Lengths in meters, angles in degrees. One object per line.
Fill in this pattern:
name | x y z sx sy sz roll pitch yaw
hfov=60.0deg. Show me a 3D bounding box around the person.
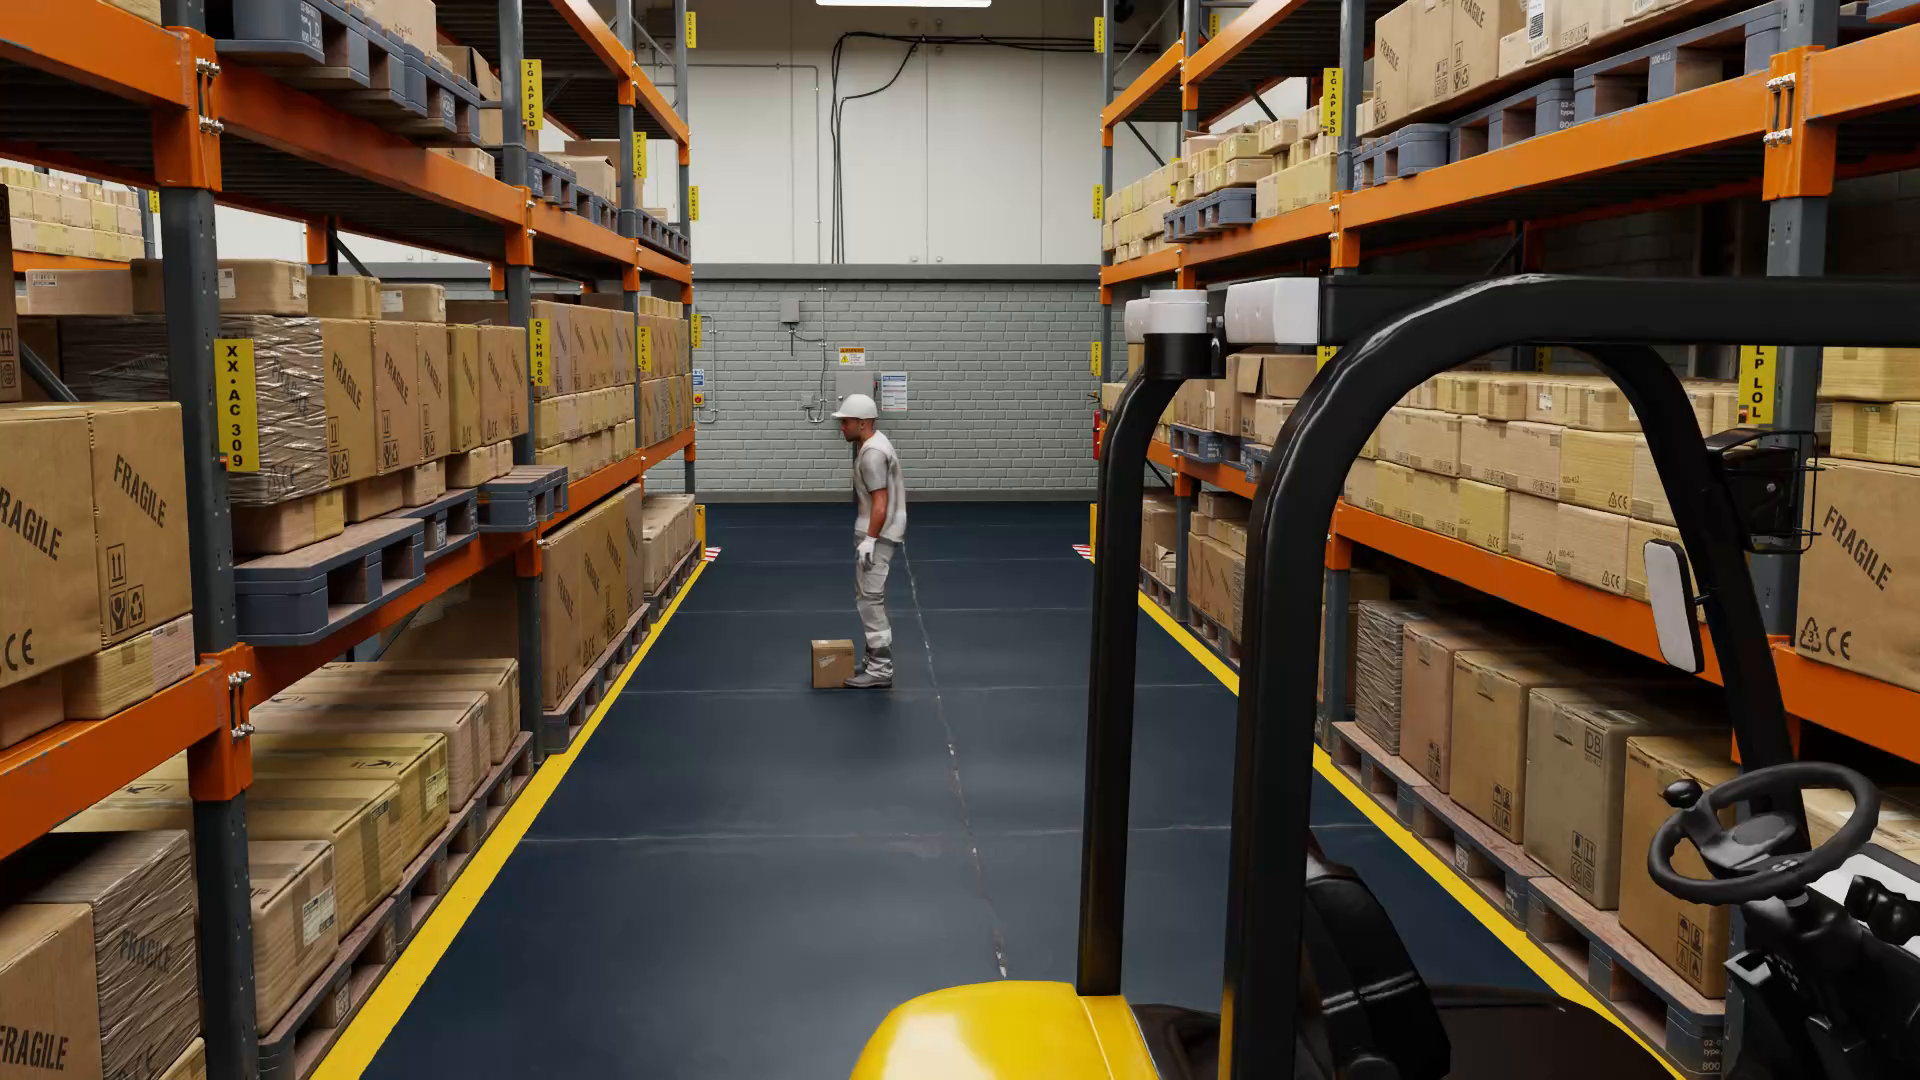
person | -0.554 0.001 10.175 0.453 1.778 0.604 0 7 -4
